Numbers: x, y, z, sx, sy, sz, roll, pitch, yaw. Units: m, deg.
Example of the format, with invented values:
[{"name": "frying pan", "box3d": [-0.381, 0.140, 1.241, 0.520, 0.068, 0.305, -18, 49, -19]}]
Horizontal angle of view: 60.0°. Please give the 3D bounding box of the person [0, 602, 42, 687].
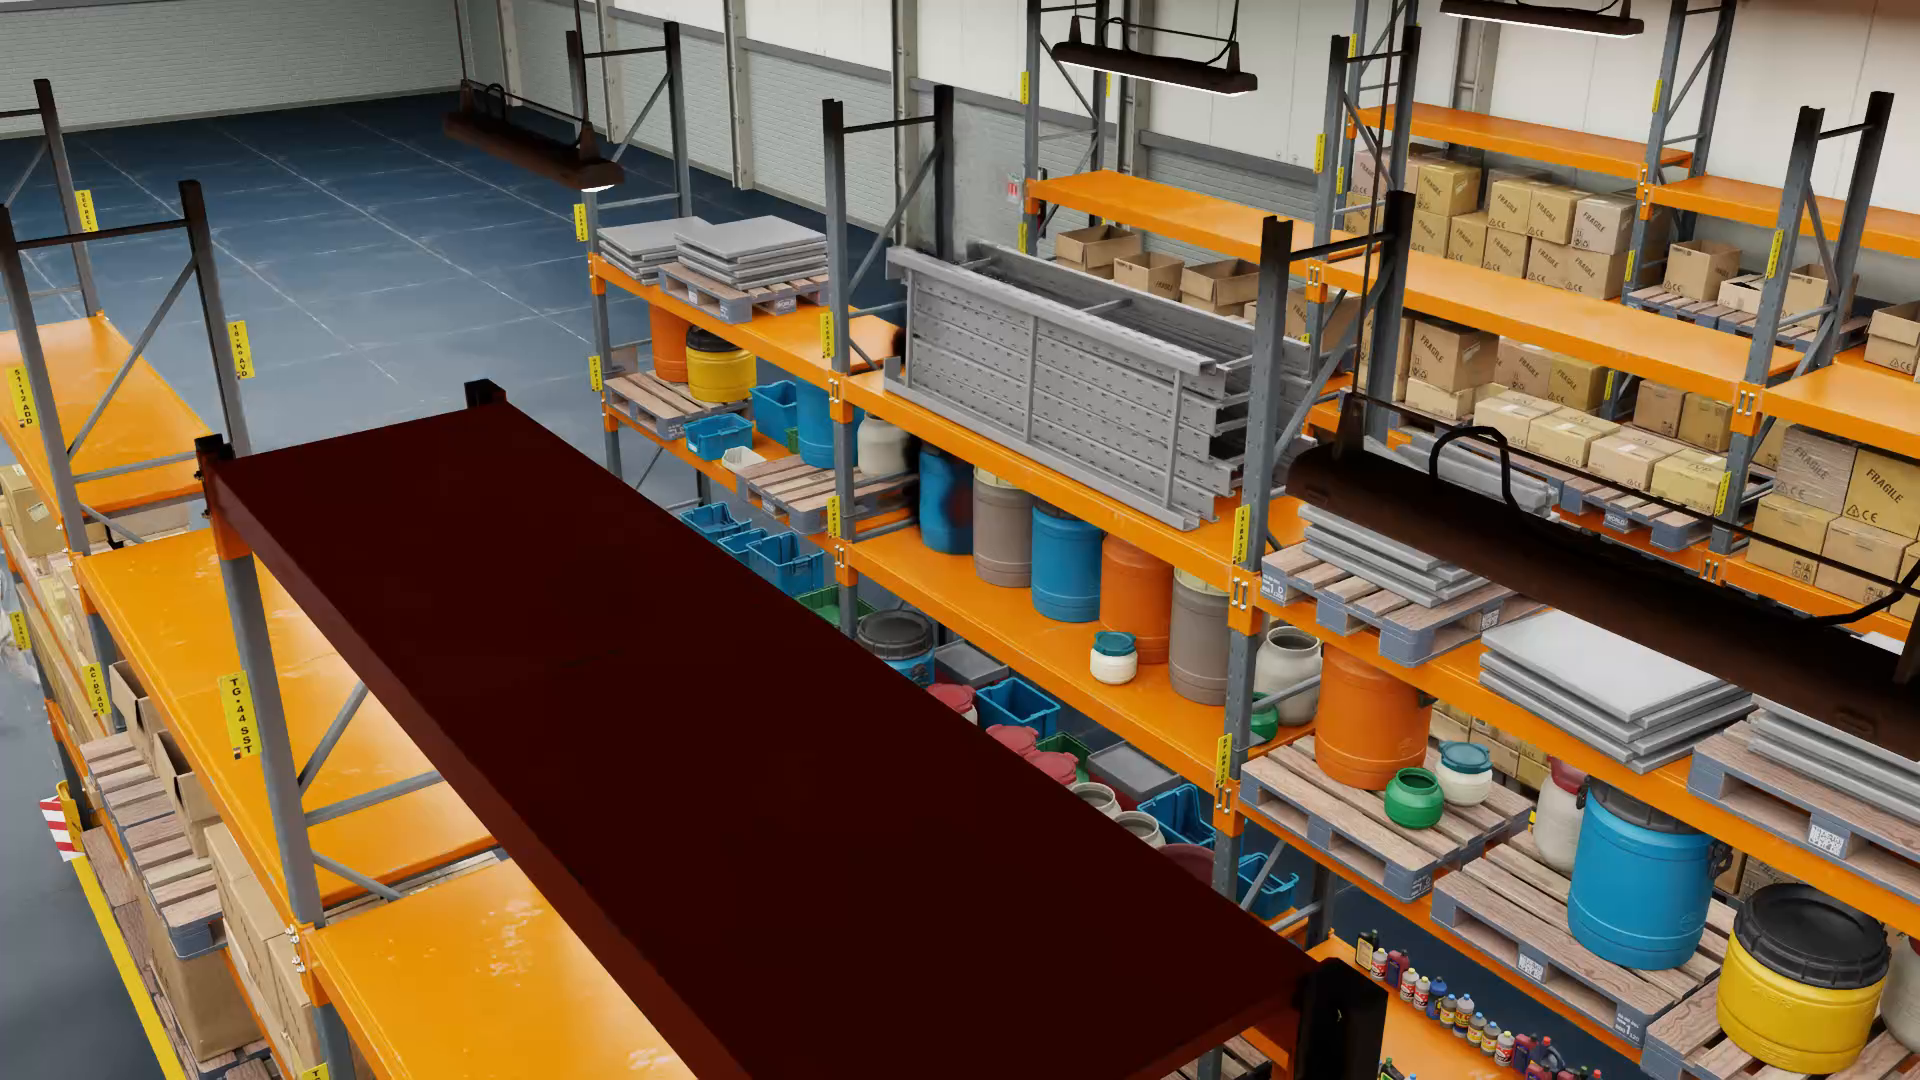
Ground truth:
[{"name": "person", "box3d": [-8.588, 0.844, 14.876, 0.830, 1.696, 0.417, 2, 25, 4]}]
